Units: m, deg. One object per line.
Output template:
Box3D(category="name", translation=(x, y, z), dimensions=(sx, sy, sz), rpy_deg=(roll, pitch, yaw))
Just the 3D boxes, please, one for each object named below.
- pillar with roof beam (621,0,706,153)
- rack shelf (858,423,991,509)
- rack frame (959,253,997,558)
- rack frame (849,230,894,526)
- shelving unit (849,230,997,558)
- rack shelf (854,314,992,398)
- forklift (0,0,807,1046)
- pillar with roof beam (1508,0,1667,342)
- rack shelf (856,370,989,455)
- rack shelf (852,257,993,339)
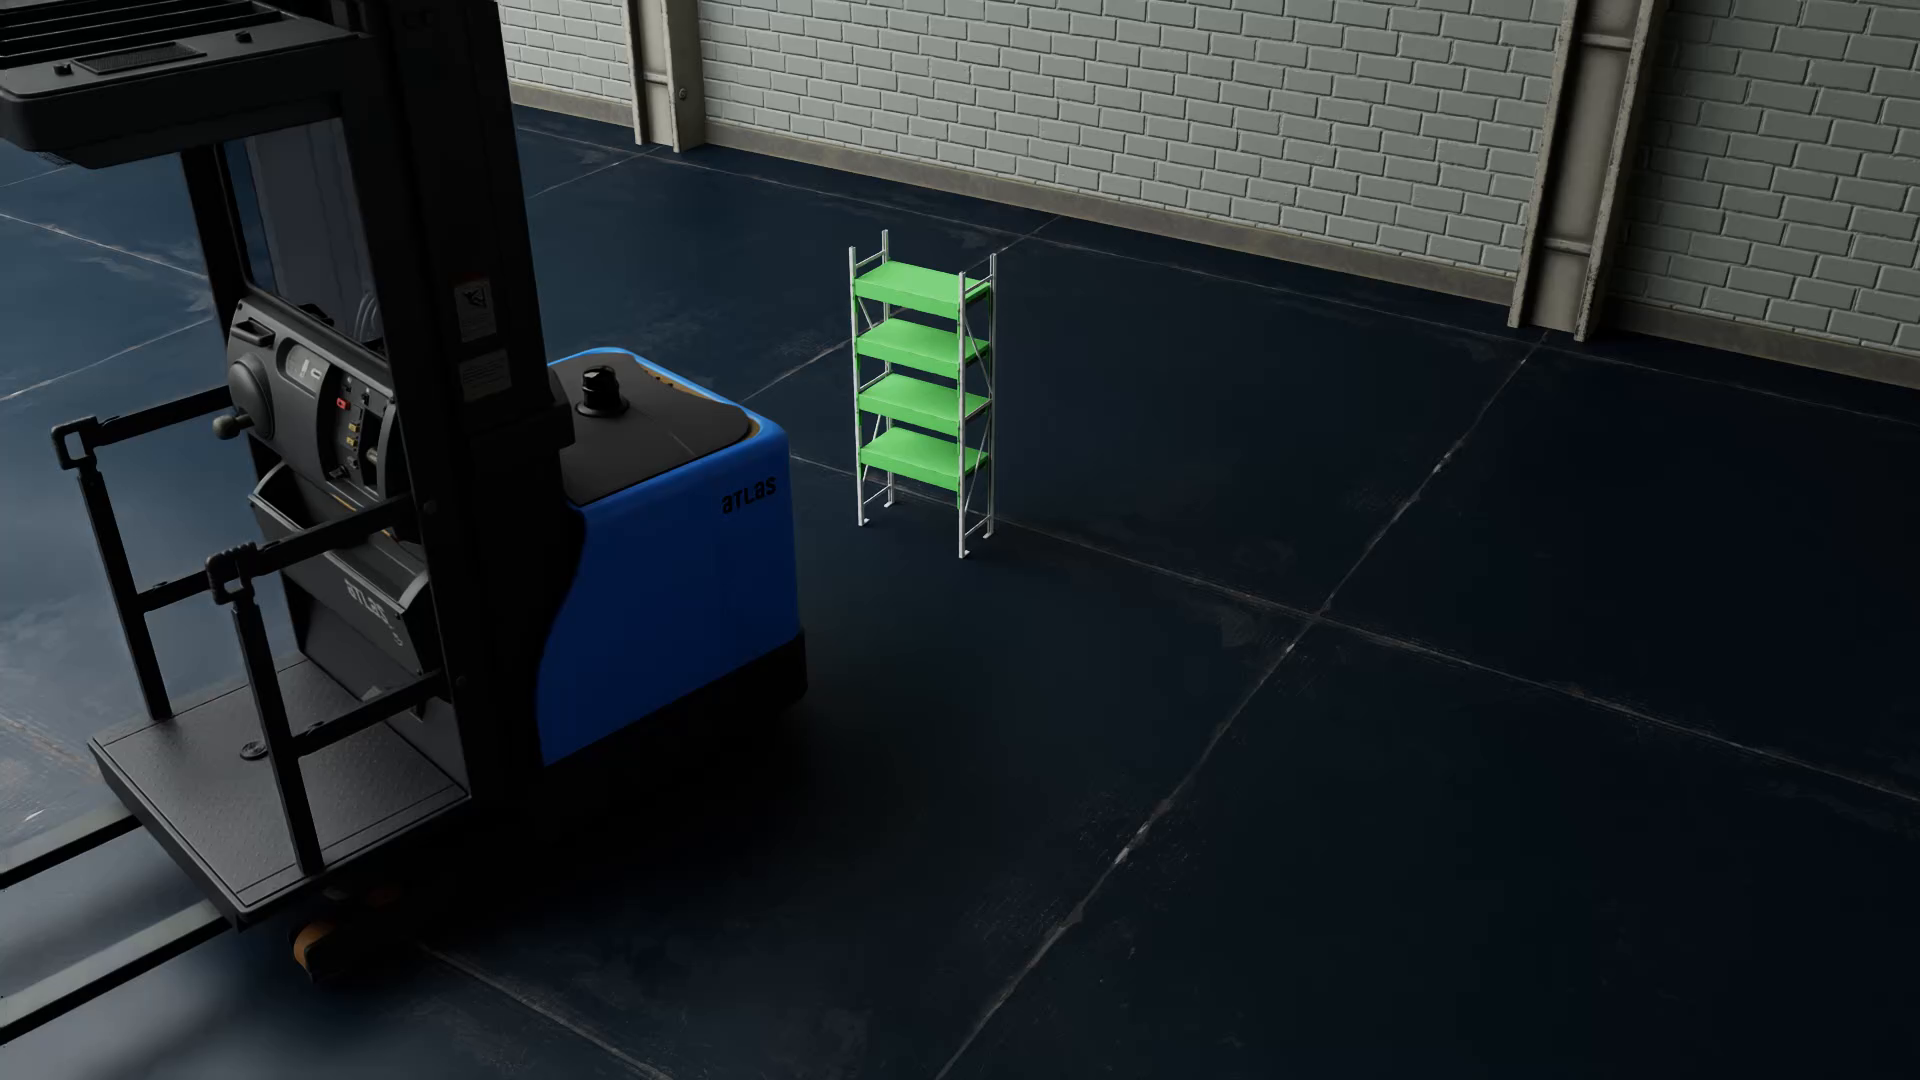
Box3D(category="pillar with roof beam", translation=(-4.270, -4.785, 6.022), dimensions=(0.400, 9.000, 9.100), rpy_deg=(18, 35, 27))
Box3D(category="rack shelf", translation=(-0.140, -0.300, 6.677), dimensions=(0.480, 0.148, 0.258), rpy_deg=(18, 35, 27))
Box3D(category="rack frame", translation=(0.066, -0.497, 6.412), dimensions=(0.015, 1.200, 0.240), rpy_deg=(18, 35, 27))
Box3D(category="rack frame", translation=(-0.347, -0.628, 6.636), dimensions=(0.015, 1.200, 0.240), rpy_deg=(18, 35, 27))
Box3D(category="shelving unit", translation=(-0.140, -0.563, 6.524), dimensions=(0.503, 1.200, 0.258), rpy_deg=(18, 35, 27))
Box3D(category="rack shelf", translation=(-0.140, -0.715, 6.435), dimensions=(0.480, 0.148, 0.258), rpy_deg=(18, 35, 27))
Box3D(category="forklift", translation=(-1.923, -0.337, 4.419), dimensions=(1.130, 2.935, 3.031), rpy_deg=(27, 40, 38))
Box3D(category="pillar with roof beam", translation=(0.812, -3.178, 3.266), dimensions=(0.400, 9.000, 9.100), rpy_deg=(18, 35, 27))
Box3D(category="rack shelf", translation=(-0.140, -0.507, 6.556), dimensions=(0.480, 0.148, 0.258), rpy_deg=(18, 35, 27))
Box3D(category="rack shelf", translation=(-0.140, -0.922, 6.314), dimensions=(0.480, 0.148, 0.258), rpy_deg=(18, 35, 27))
